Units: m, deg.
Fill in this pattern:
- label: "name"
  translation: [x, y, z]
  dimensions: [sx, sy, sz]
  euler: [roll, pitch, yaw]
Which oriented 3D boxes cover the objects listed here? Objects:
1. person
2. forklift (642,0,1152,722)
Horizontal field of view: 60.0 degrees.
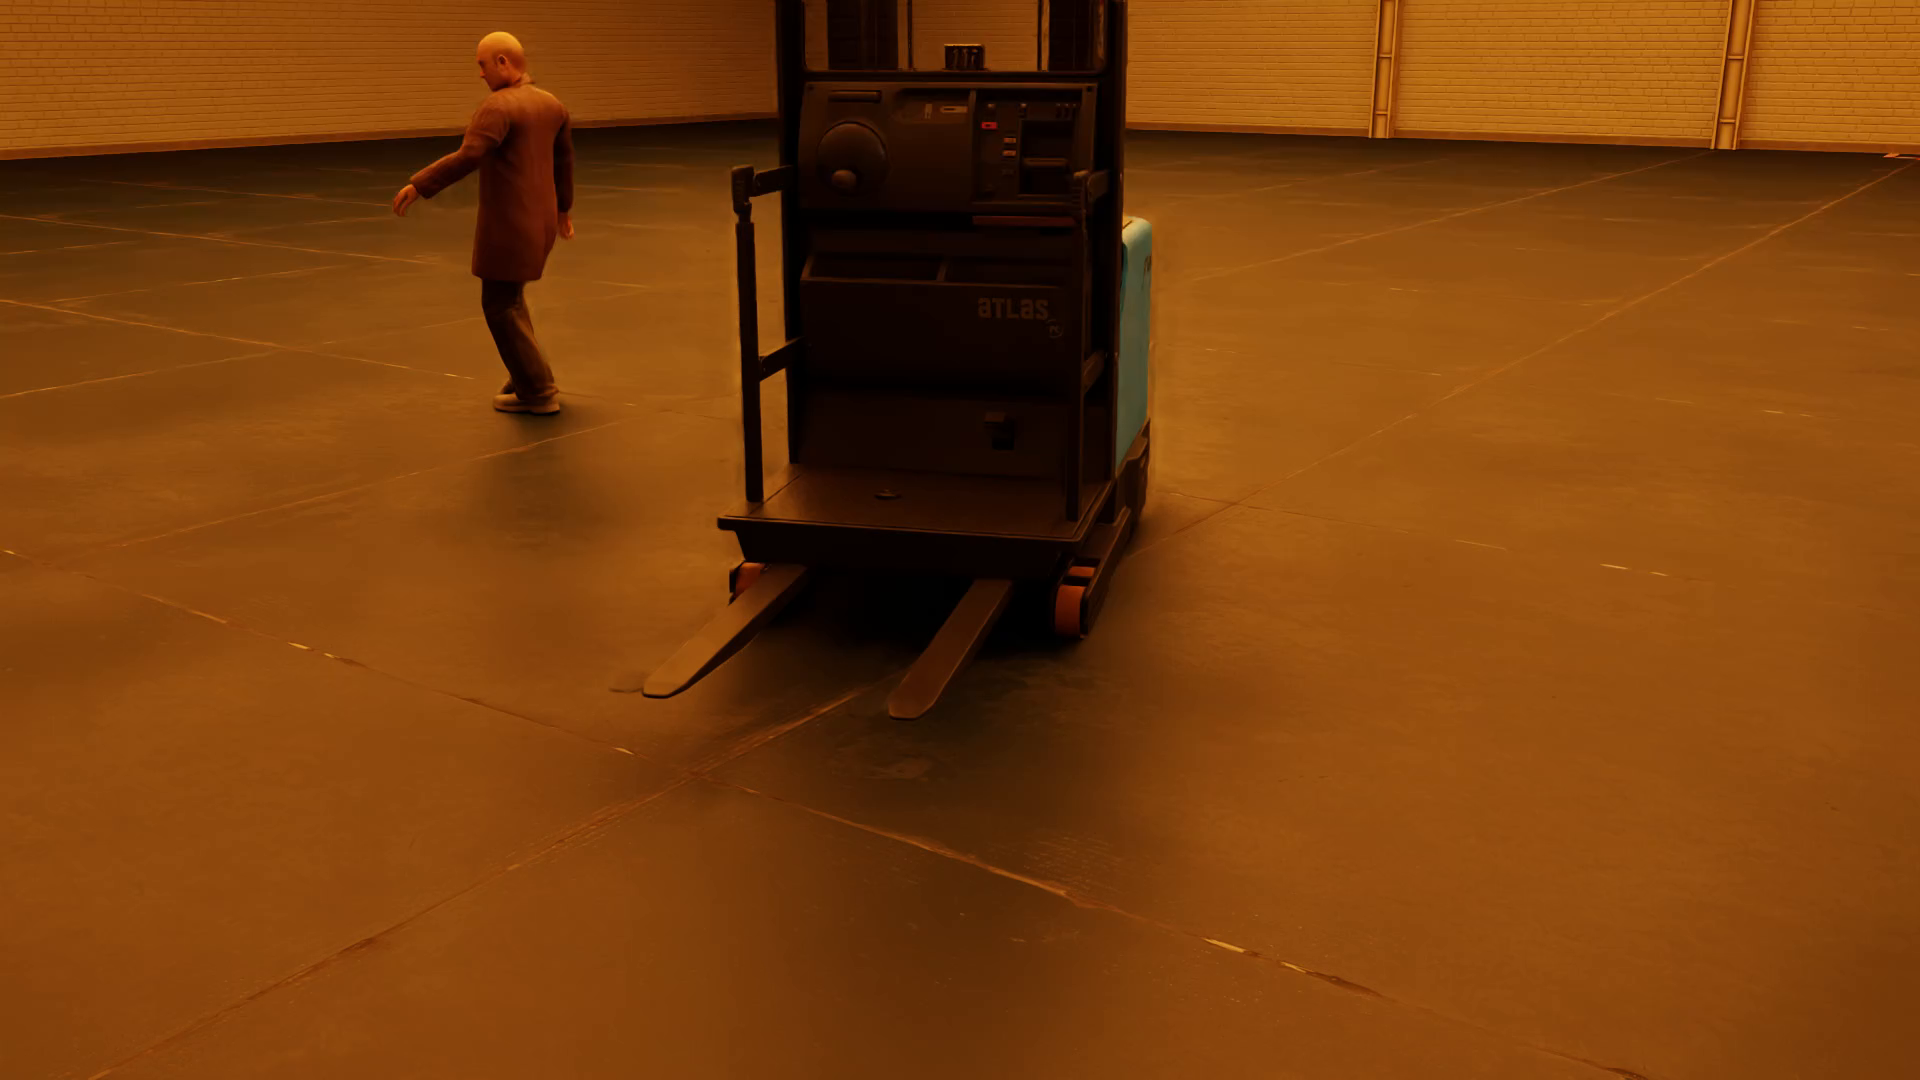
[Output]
- label: "person"
  translation: [-2.155, -1.461, 7.873]
  dimensions: [0.557, 1.808, 0.994]
  euler: [7, 18, 22]
- label: "forklift"
  translation: [-0.090, -1.225, 4.929]
  dimensions: [1.130, 2.935, 3.031]
  euler: [4, 17, 12]
